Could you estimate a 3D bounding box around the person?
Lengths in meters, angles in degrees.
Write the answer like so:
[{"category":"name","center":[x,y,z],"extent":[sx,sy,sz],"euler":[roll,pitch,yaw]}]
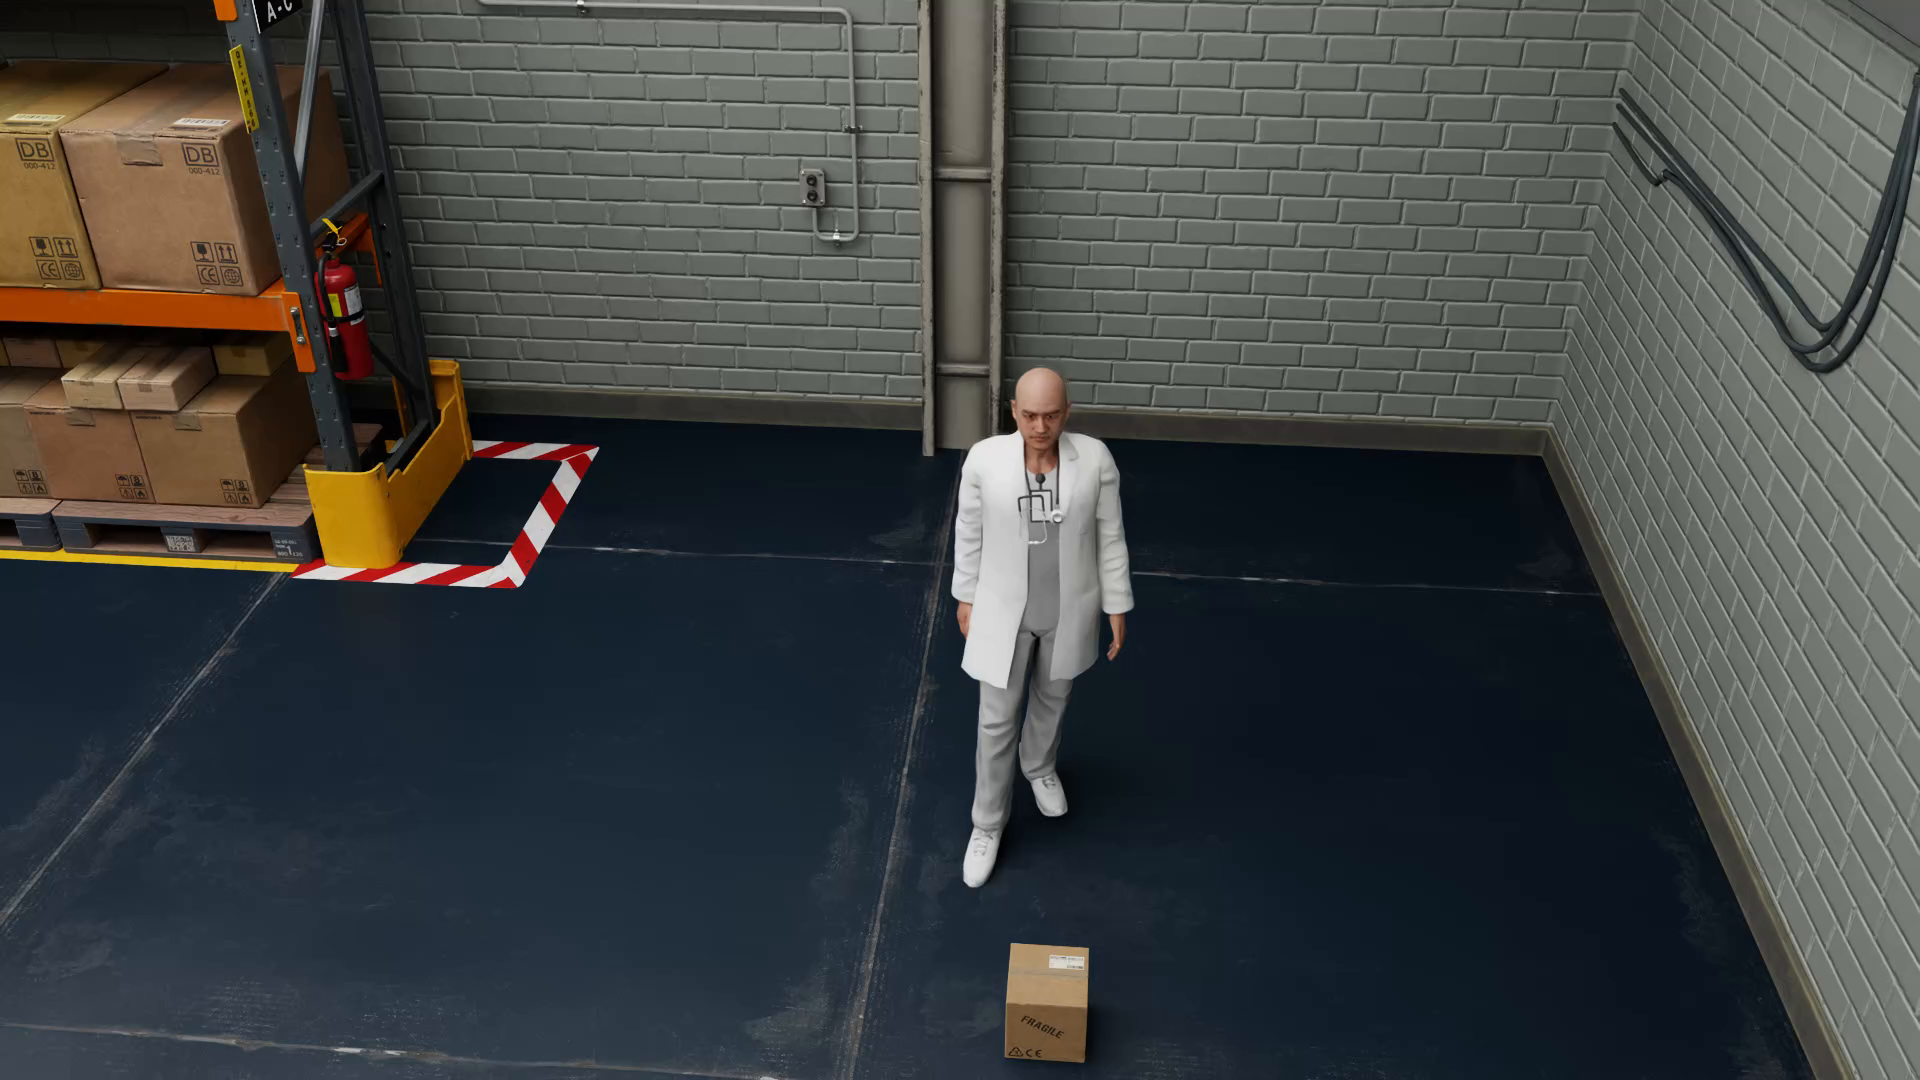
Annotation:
[{"category":"person","center":[0.292,0.284,5.691],"extent":[0.616,1.804,0.673],"euler":[-2,32,-4]}]
